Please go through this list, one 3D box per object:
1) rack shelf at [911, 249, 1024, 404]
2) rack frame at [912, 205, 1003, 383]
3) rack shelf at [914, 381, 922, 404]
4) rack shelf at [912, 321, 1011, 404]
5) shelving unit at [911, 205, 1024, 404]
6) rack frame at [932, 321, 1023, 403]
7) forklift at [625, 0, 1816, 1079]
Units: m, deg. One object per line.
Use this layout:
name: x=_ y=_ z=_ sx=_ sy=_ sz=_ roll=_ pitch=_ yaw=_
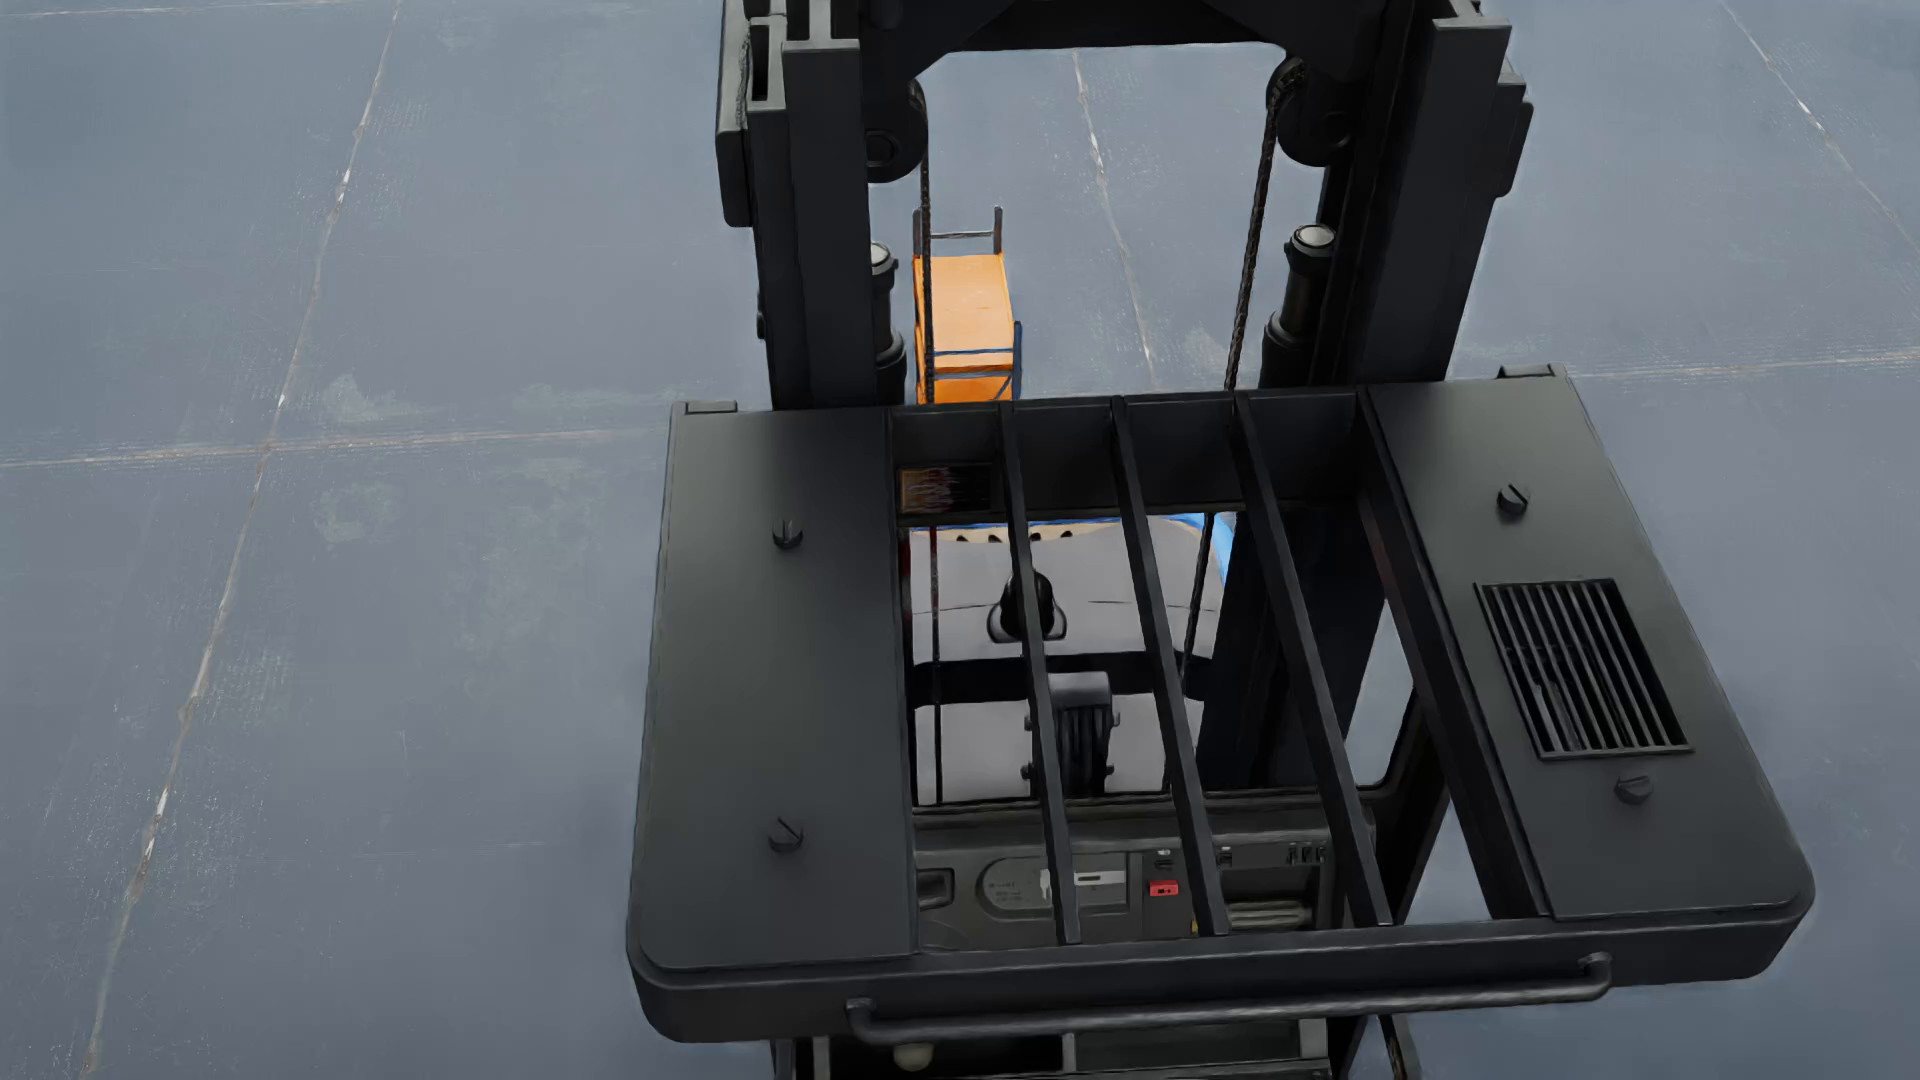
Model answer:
rack shelf: x=0.014 y=-0.563 z=4.416 sx=0.258 sy=0.148 sz=0.480 roll=-3 pitch=47 yaw=-3
rack frame: x=-0.007 y=-0.469 z=4.868 sx=0.240 sy=1.200 sz=0.015 roll=-3 pitch=47 yaw=-3
rack shelf: x=0.014 y=-0.247 z=4.750 sx=0.258 sy=0.148 sz=0.480 roll=-3 pitch=47 yaw=-3
rack shelf: x=0.014 y=-0.400 z=4.587 sx=0.258 sy=0.148 sz=0.480 roll=-3 pitch=47 yaw=-3
shelving unit: x=0.014 y=-0.293 z=4.701 sx=0.258 sy=1.200 sz=0.503 roll=-3 pitch=47 yaw=-3
rack frame: x=0.034 y=-0.116 z=4.534 sx=0.240 sy=1.200 sz=0.015 roll=-3 pitch=47 yaw=-3
forklift: x=0.217 y=0.738 z=2.533 sx=1.130 sy=2.935 sz=3.031 roll=-3 pitch=47 yaw=-3
